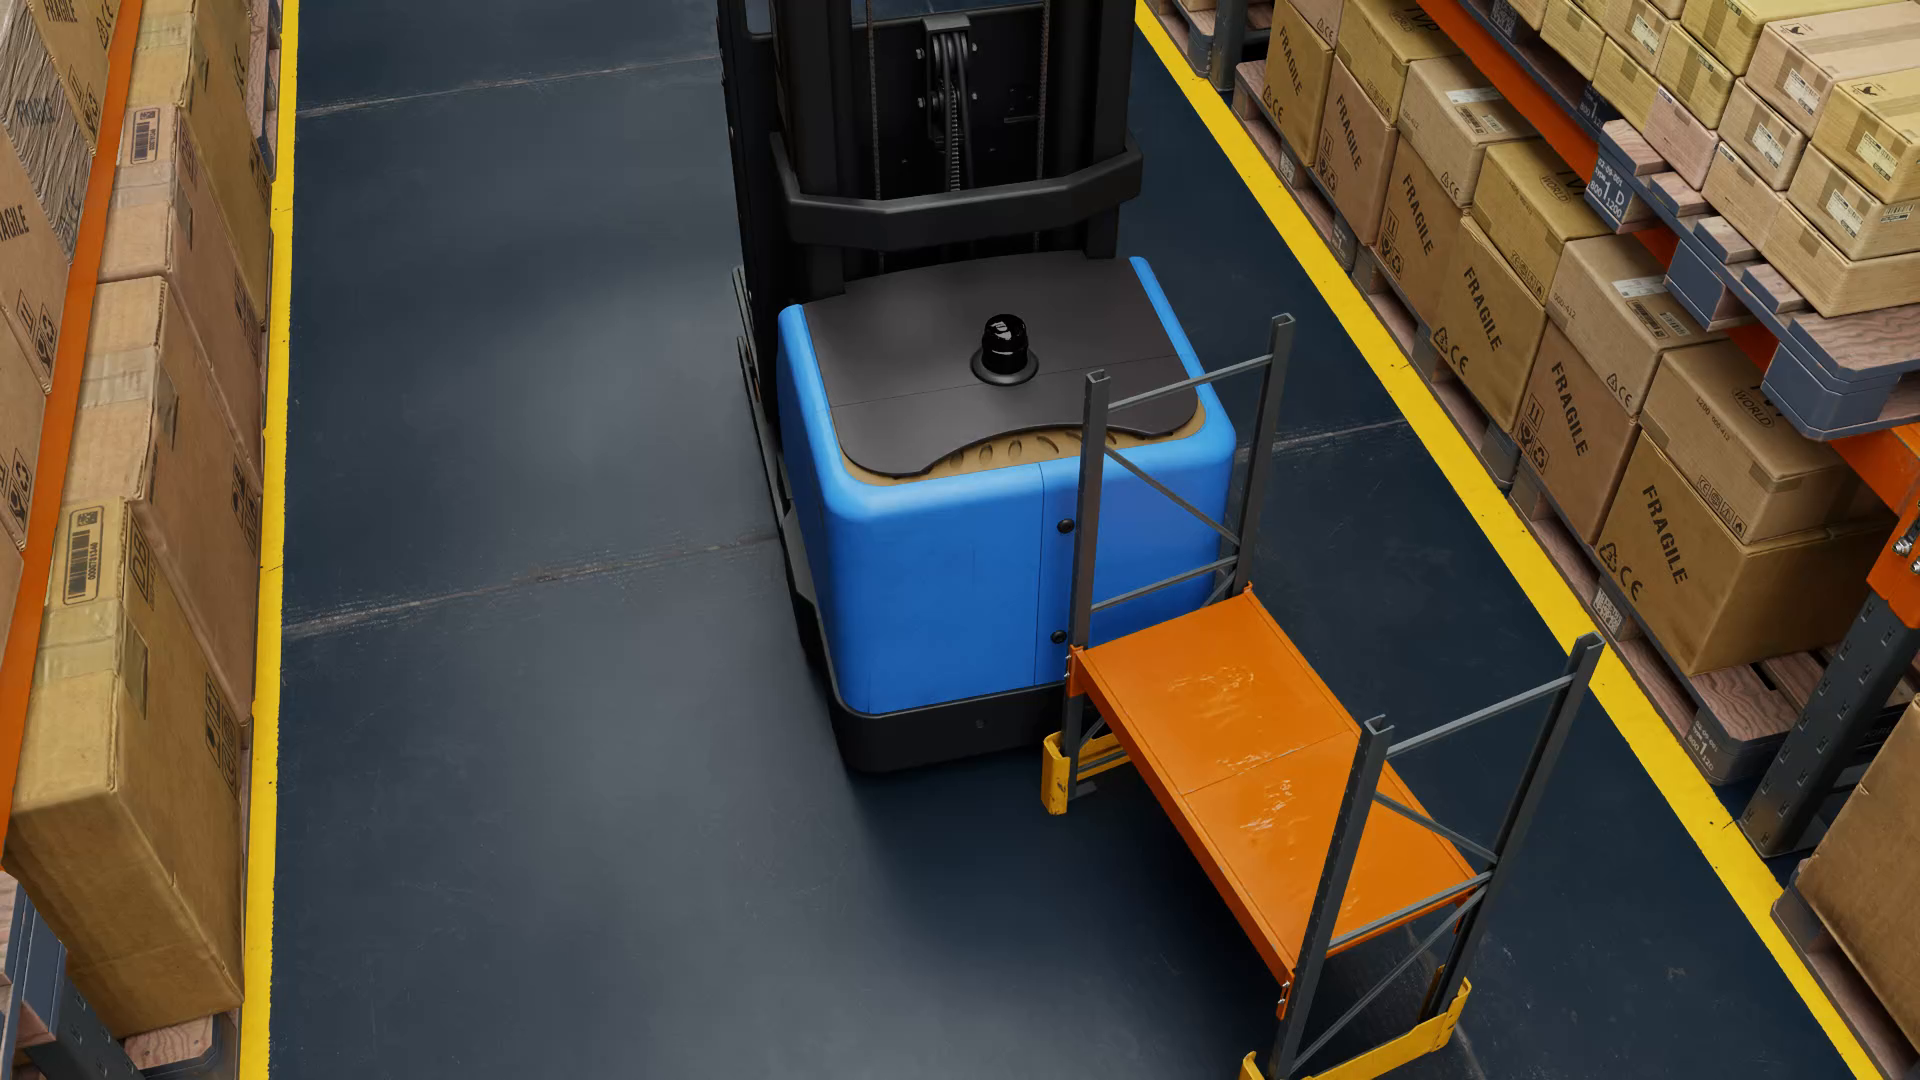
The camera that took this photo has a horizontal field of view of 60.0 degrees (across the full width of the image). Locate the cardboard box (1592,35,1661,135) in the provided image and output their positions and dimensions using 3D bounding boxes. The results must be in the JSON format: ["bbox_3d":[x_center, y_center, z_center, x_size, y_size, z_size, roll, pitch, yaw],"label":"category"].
[{"bbox_3d":[1.837,-1.169,4.177,0.380,0.149,0.250,-11,47,-11],"label":"cardboard box"}]

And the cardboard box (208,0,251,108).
[{"bbox_3d":[-3.341,-2.129,6.430,0.875,0.875,0.875,-11,47,-10],"label":"cardboard box"}]

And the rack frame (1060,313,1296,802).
[{"bbox_3d":[0.497,0.112,4.090,0.500,1.500,0.032,-18,48,-17],"label":"rack frame"}]

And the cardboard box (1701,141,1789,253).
[{"bbox_3d":[1.963,-0.819,3.834,0.380,0.149,0.250,-11,47,-10],"label":"cardboard box"}]

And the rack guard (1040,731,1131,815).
[{"bbox_3d":[0.498,0.550,4.536,0.587,0.250,0.087,-18,48,-17],"label":"rack guard"}]

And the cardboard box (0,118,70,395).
[{"bbox_3d":[-2.355,-0.623,3.690,0.500,0.500,0.500,-11,47,-11],"label":"cardboard box"}]

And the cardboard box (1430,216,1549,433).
[{"bbox_3d":[1.894,-0.731,5.322,0.500,0.500,0.500,-13,47,-12],"label":"cardboard box"}]

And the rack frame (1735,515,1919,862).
[{"bbox_3d":[2.596,-0.331,3.474,1.000,3.000,0.127,-11,47,-10],"label":"rack frame"}]

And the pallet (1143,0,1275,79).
[{"bbox_3d":[1.365,-2.574,7.625,1.003,0.211,1.213,-11,47,-10],"label":"pallet"}]

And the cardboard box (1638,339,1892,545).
[{"bbox_3d":[2.167,-0.290,4.365,0.500,0.250,0.500,-12,47,-11],"label":"cardboard box"}]

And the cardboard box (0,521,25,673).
[{"bbox_3d":[-2.086,0.086,2.996,0.500,0.500,0.500,-9,46,-9],"label":"cardboard box"}]

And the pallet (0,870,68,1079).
[{"bbox_3d":[-1.939,1.046,2.259,1.213,0.211,1.003,-11,47,-10],"label":"pallet"}]

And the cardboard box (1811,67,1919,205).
[{"bbox_3d":[2.027,-0.853,3.451,0.380,0.149,0.250,-12,47,-12],"label":"cardboard box"}]

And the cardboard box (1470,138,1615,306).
[{"bbox_3d":[1.912,-0.990,5.052,0.500,0.250,0.500,-10,46,-9],"label":"cardboard box"}]

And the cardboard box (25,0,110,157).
[{"bbox_3d":[-2.605,-1.315,4.369,0.500,0.500,0.500,-11,47,-11],"label":"cardboard box"}]

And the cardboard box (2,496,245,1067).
[{"bbox_3d":[-2.381,0.622,3.734,1.225,0.875,0.875,-13,47,-12],"label":"cardboard box"}]

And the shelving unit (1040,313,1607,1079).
[{"bbox_3d":[0.707,0.436,3.773,0.587,1.500,1.083,-18,48,-17],"label":"shelving unit"}]

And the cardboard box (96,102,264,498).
[{"bbox_3d":[-2.836,-0.604,4.935,1.225,0.875,0.875,-12,47,-12],"label":"cardboard box"}]

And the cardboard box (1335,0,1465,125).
[{"bbox_3d":[1.644,-1.702,5.749,0.500,0.250,0.500,-10,46,-9],"label":"cardboard box"}]

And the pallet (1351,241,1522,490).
[{"bbox_3d":[2.088,-0.736,5.823,1.003,0.211,1.213,-11,47,-10],"label":"pallet"}]

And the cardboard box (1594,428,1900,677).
[{"bbox_3d":[2.174,-0.010,4.616,0.500,0.500,0.500,-11,47,-11],"label":"cardboard box"}]

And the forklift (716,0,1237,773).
[{"bbox_3d":[-0.143,-1.464,4.633,1.130,2.935,3.031,-9,46,-9],"label":"forklift"}]

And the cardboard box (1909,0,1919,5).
[{"bbox_3d":[2.523,-1.235,4.034,0.380,0.149,0.250,-12,47,-12],"label":"cardboard box"}]

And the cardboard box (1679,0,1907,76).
[{"bbox_3d":[1.898,-1.208,3.799,0.380,0.149,0.250,-9,46,-9],"label":"cardboard box"}]

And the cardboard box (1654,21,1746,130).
[{"bbox_3d":[1.889,-1.117,3.918,0.380,0.149,0.250,-10,46,-9],"label":"cardboard box"}]

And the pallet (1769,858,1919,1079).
[{"bbox_3d":[2.725,1.203,3.923,1.003,0.211,1.213,-11,47,-10],"label":"pallet"}]

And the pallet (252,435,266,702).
[{"bbox_3d":[-2.663,0.083,5.021,1.003,0.211,1.213,-11,47,-10],"label":"pallet"}]

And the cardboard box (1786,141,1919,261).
[{"bbox_3d":[2.029,-0.752,3.561,0.380,0.149,0.250,-10,46,-9],"label":"cardboard box"}]

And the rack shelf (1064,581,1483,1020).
[{"bbox_3d":[0.711,0.568,3.895,0.538,0.185,1.000,-18,48,-17],"label":"rack shelf"}]

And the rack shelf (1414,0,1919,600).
[{"bbox_3d":[2.084,-1.460,5.085,1.077,0.370,4.000,-11,47,-10],"label":"rack shelf"}]

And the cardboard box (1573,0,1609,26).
[{"bbox_3d":[1.764,-1.463,4.257,0.380,0.149,0.250,-11,47,-11],"label":"cardboard box"}]

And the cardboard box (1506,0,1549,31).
[{"bbox_3d":[1.702,-1.533,4.534,0.380,0.149,0.250,-9,46,-9],"label":"cardboard box"}]

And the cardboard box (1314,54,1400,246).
[{"bbox_3d":[1.641,-1.441,6.018,0.500,0.500,0.500,-9,46,-9],"label":"cardboard box"}]

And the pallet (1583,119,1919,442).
[{"bbox_3d":[2.310,-0.737,4.006,1.213,0.211,1.003,-11,47,-10],"label":"pallet"}]

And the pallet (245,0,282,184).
[{"bbox_3d":[-3.368,-1.819,6.885,1.003,0.211,1.213,-11,47,-10],"label":"pallet"}]
